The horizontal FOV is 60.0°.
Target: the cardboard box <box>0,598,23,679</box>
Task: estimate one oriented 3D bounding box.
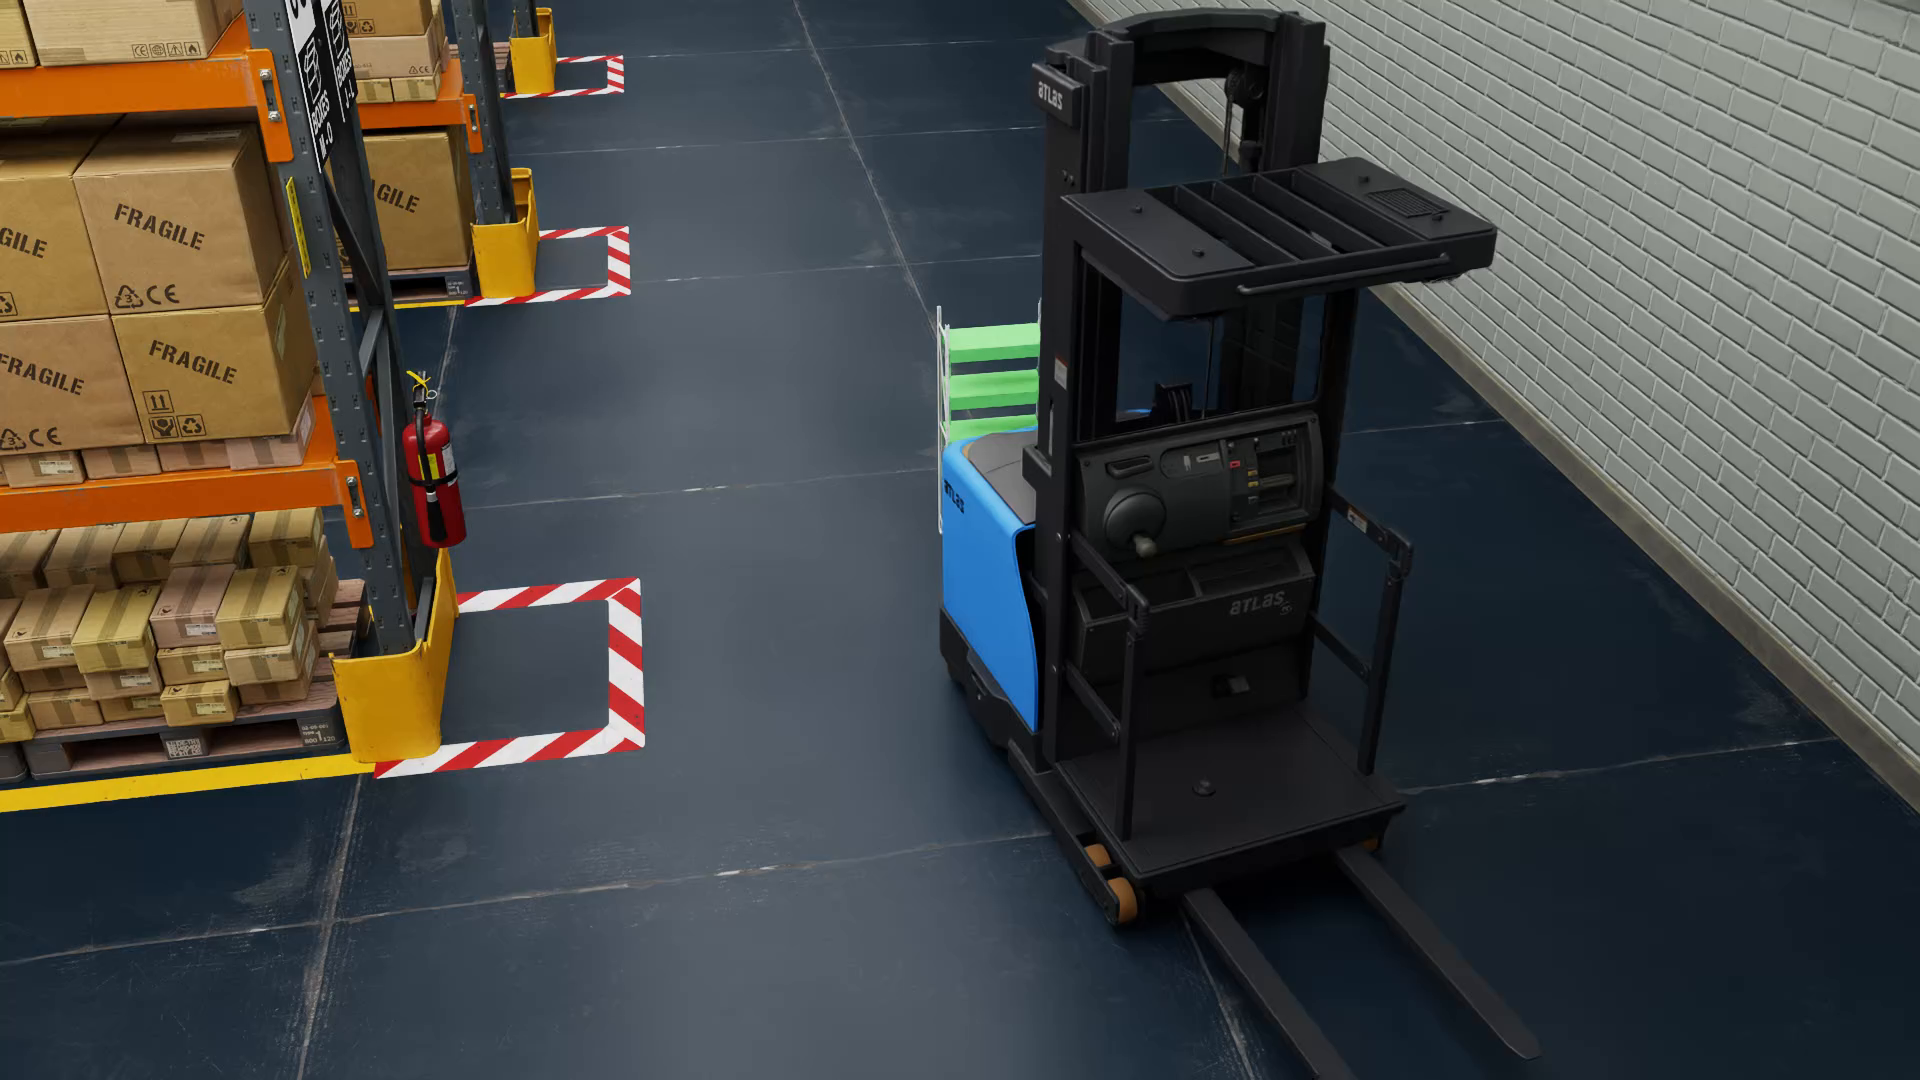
[{"bbox_3d":[-3.803,0.393,6.433,0.250,0.149,0.380,-4,31,-7],"label":"cardboard box"}]

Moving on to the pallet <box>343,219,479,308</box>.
[{"bbox_3d":[-3.885,-1.867,11.216,1.213,0.211,1.003,-5,31,-9],"label":"pallet"}]

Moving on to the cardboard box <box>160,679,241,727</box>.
[{"bbox_3d":[-3.034,0.575,6.710,0.250,0.149,0.380,-4,31,-7],"label":"cardboard box"}]

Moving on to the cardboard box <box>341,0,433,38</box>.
[{"bbox_3d":[-3.545,-3.392,10.174,0.500,0.500,0.500,-5,31,-8],"label":"cardboard box"}]

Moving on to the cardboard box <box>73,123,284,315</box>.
[{"bbox_3d":[-2.724,-1.135,5.842,0.500,0.500,0.500,-6,31,-10],"label":"cardboard box"}]

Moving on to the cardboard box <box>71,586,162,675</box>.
[{"bbox_3d":[-3.283,0.349,6.509,0.250,0.149,0.380,-6,31,-10],"label":"cardboard box"}]

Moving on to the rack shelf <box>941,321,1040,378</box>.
[{"bbox_3d":[0.163,-0.891,7.761,0.480,0.148,0.258,-5,31,-9],"label":"rack shelf"}]

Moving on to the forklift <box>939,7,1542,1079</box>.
[{"bbox_3d":[0.925,-0.138,5.593,1.130,2.935,3.031,-11,32,-19],"label":"forklift"}]

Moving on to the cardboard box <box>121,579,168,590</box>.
[{"bbox_3d":[-3.385,0.204,7.048,0.250,0.149,0.380,-5,31,-8],"label":"cardboard box"}]

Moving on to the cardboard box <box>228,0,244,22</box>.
[{"bbox_3d":[-2.806,-2.013,5.903,0.500,0.250,0.500,-4,31,-7],"label":"cardboard box"}]

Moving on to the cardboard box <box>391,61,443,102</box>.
[{"bbox_3d":[-3.404,-2.876,10.429,0.250,0.149,0.380,-5,31,-8],"label":"cardboard box"}]

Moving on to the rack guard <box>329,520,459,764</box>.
[{"bbox_3d":[-2.393,0.386,7.100,0.348,0.500,1.175,-5,31,-9],"label":"rack guard"}]

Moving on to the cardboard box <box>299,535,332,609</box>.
[{"bbox_3d":[-2.880,0.141,7.156,0.250,0.149,0.380,-4,31,-7],"label":"cardboard box"}]

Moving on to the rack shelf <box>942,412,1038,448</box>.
[{"bbox_3d":[0.163,-0.477,8.004,0.480,0.148,0.258,-5,31,-9],"label":"rack shelf"}]

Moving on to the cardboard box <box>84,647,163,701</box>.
[{"bbox_3d":[-3.297,0.460,6.613,0.250,0.149,0.380,-7,31,-11],"label":"cardboard box"}]

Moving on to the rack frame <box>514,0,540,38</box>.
[{"bbox_3d":[-4.005,-5.650,14.900,0.127,3.000,1.000,-5,31,-9],"label":"rack frame"}]

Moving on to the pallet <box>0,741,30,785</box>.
[{"bbox_3d":[-4.396,0.677,6.891,1.213,0.211,1.003,-5,31,-9],"label":"pallet"}]

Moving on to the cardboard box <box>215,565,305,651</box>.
[{"bbox_3d":[-2.794,0.268,6.647,0.250,0.149,0.380,-5,31,-8],"label":"cardboard box"}]

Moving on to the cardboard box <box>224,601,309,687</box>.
[{"bbox_3d":[-2.786,0.412,6.695,0.250,0.149,0.380,-6,31,-10],"label":"cardboard box"}]

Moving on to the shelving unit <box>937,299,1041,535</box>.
[{"bbox_3d":[0.163,-0.532,7.972,0.503,1.200,0.258,-5,31,-9],"label":"shelving unit"}]

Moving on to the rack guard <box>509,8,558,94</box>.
[{"bbox_3d":[-3.983,-4.581,15.548,0.348,0.500,1.175,-5,31,-9],"label":"rack guard"}]

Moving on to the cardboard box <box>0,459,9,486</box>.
[{"bbox_3d":[-3.595,-0.341,6.118,0.250,0.149,0.380,-7,31,-11],"label":"cardboard box"}]

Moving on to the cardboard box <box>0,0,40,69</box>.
[{"bbox_3d":[-3.219,-1.703,5.376,0.500,0.250,0.500,-5,31,-9],"label":"cardboard box"}]

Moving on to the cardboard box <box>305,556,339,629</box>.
[{"bbox_3d":[-2.892,0.238,7.285,0.250,0.149,0.380,-5,31,-8],"label":"cardboard box"}]

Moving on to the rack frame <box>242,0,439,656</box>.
[{"bbox_3d":[-2.319,-0.699,6.479,0.127,3.000,1.000,-5,31,-9],"label":"rack frame"}]

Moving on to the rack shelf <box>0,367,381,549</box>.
[{"bbox_3d":[-4.286,-0.206,6.350,4.000,0.370,1.077,-5,31,-9],"label":"rack shelf"}]

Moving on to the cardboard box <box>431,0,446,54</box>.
[{"bbox_3d":[-3.633,-3.335,10.817,0.500,0.250,0.500,-6,31,-10],"label":"cardboard box"}]

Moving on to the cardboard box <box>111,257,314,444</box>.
[{"bbox_3d":[-2.714,-0.700,6.090,0.500,0.500,0.500,-5,31,-8],"label":"cardboard box"}]

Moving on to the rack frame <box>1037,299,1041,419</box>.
[{"bbox_3d":[0.403,-0.555,8.009,0.015,1.200,0.240,-5,31,-9],"label":"rack frame"}]

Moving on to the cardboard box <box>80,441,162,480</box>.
[{"bbox_3d":[-3.084,-0.385,6.193,0.250,0.149,0.380,-6,31,-9],"label":"cardboard box"}]

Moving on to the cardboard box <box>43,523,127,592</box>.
[{"bbox_3d":[-3.645,0.080,6.967,0.250,0.149,0.380,-7,31,-11],"label":"cardboard box"}]

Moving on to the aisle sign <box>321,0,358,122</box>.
[{"bbox_3d":[-2.301,-1.975,6.085,0.004,0.787,0.394,-5,31,-9],"label":"aisle sign"}]

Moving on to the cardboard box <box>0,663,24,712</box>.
[{"bbox_3d":[-3.804,0.514,6.522,0.250,0.149,0.380,-5,31,-8],"label":"cardboard box"}]

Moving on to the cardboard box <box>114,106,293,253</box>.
[{"bbox_3d":[-2.808,-1.392,6.280,0.500,0.500,0.500,-5,31,-9],"label":"cardboard box"}]

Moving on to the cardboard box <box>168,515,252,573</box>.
[{"bbox_3d":[-3.145,0.057,7.006,0.250,0.149,0.380,-5,31,-8],"label":"cardboard box"}]

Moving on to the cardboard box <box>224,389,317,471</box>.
[{"bbox_3d":[-2.588,-0.420,6.252,0.250,0.149,0.380,-5,31,-9],"label":"cardboard box"}]

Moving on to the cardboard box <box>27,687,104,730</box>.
[{"bbox_3d":[-3.550,0.586,6.693,0.250,0.149,0.380,-5,31,-8],"label":"cardboard box"}]
